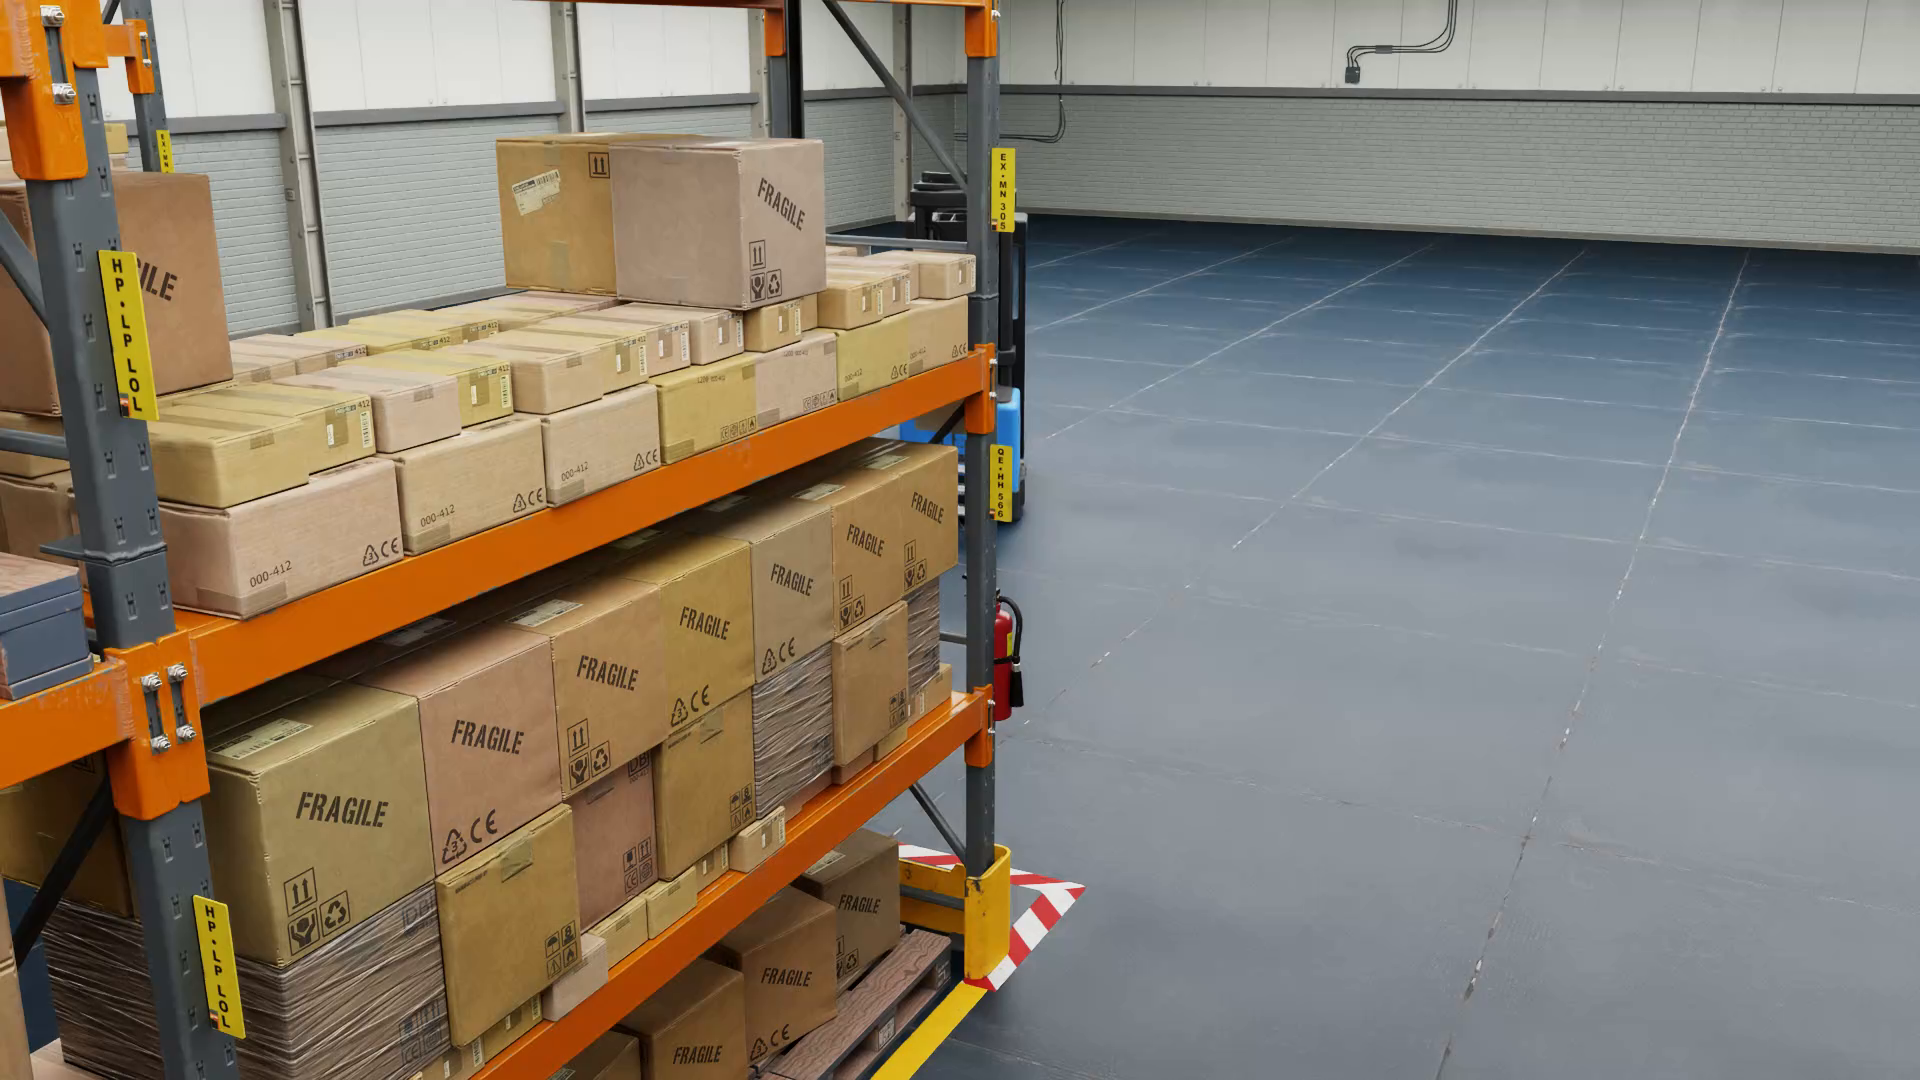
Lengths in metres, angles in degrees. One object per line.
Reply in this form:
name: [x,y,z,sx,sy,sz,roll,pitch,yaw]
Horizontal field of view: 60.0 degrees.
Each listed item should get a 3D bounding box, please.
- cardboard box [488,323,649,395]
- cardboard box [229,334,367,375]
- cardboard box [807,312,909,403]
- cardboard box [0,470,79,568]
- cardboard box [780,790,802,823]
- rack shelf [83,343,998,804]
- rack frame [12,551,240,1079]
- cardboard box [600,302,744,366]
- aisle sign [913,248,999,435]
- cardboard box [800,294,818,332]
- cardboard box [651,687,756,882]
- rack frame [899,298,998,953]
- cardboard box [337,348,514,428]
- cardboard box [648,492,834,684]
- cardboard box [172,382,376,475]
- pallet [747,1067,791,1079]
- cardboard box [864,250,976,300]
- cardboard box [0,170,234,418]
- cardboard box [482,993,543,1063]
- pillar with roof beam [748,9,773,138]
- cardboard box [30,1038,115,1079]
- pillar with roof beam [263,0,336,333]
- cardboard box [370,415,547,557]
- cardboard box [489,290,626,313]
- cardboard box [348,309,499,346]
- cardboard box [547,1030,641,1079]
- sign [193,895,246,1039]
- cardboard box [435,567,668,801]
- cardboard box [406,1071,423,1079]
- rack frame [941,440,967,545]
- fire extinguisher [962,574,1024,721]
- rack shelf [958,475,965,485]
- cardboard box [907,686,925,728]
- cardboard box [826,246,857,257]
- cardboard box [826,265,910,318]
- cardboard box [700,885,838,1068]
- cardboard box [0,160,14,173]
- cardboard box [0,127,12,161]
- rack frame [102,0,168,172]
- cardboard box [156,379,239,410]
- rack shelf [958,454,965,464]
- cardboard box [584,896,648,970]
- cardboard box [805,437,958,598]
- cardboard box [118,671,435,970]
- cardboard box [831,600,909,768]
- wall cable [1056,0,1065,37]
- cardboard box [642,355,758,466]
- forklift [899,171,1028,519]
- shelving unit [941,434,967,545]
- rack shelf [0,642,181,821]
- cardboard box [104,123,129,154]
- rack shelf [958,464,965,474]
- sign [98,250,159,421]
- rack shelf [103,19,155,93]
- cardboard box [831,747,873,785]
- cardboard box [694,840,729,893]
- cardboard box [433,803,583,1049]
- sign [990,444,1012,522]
cardboard box: [-1.133,-0.526,4.821,0.380,0.149,0.250,8,18,24]
cardboard box: [-1.880,-0.470,4.633,0.380,0.149,0.250,7,18,24]
cardboard box: [-0.524,-0.690,6.076,0.500,0.250,0.500,8,18,26]
cardboard box: [-2.133,-0.104,4.100,0.500,0.250,0.500,9,19,27]
cardboard box: [-0.802,0.933,6.057,0.380,0.149,0.250,8,18,25]
rack shelf: [-1.209,-0.191,5.393,1.077,0.370,4.000,8,18,25]
rack frame: [-2.103,1.412,4.003,1.000,3.000,0.127,8,18,25]
cardboard box: [-0.912,-0.659,5.271,0.380,0.149,0.250,7,18,23]
aisle sign: [-0.020,-0.831,6.988,0.394,0.787,0.004,8,18,25]
cardboard box: [-0.719,-0.805,5.760,0.380,0.149,0.250,8,18,26]
cardboard box: [-1.198,0.729,5.602,0.875,0.500,0.500,8,18,25]
rack frame: [-0.316,0.393,7.433,1.000,3.000,0.127,8,18,25]
cardboard box: [-1.413,-0.400,4.397,0.380,0.149,0.250,9,19,27]
cardboard box: [-0.784,0.150,5.798,0.500,0.500,0.500,8,18,25]
cardboard box: [-1.624,-0.265,3.944,0.380,0.149,0.250,7,18,23]
pallet: [-1.291,2.261,6.041,1.003,0.211,1.213,8,18,25]
cardboard box: [-0.160,-1.054,6.599,0.380,0.149,0.250,8,18,25]
cardboard box: [-2.130,-0.603,3.943,0.500,0.500,0.500,8,18,24]
cardboard box: [-1.424,1.322,4.748,0.380,0.149,0.250,8,18,25]
pillar with roof beam: [-0.165,-9.877,31.474,9.100,9.000,0.400,8,18,25]
cardboard box: [-2.270,1.440,4.349,0.380,0.149,0.250,8,18,25]
pillar with roof beam: [-5.528,-6.820,21.183,9.100,9.000,0.400,8,18,25]
cardboard box: [-1.441,-0.172,4.329,0.500,0.250,0.500,8,18,25]
cardboard box: [-1.327,-0.727,5.499,0.380,0.149,0.250,8,18,25]
cardboard box: [-1.632,-0.601,5.075,0.380,0.149,0.250,9,19,28]
cardboard box: [-1.432,1.997,5.685,0.500,0.500,0.500,6,18,20]
sign: [-1.605,0.926,3.603,0.100,0.325,0.005,8,18,25]
cardboard box: [-1.228,0.405,4.939,0.500,0.500,0.500,8,18,25]
cardboard box: [-1.614,1.454,4.303,0.380,0.149,0.250,8,18,25]
rack frame: [-0.049,-0.403,13.802,0.240,0.900,0.006,8,18,25]
fire extinguisher: [0.148,0.460,7.345,0.296,0.674,0.183,8,18,25]
rack shelf: [-0.004,-0.484,13.873,0.258,0.077,0.200,8,18,25]
cardboard box: [-0.371,0.676,6.922,0.380,0.149,0.250,8,18,25]
cardboard box: [-0.646,-1.123,6.833,0.380,0.149,0.250,8,18,25]
cardboard box: [-0.406,-0.919,6.144,0.380,0.149,0.250,7,18,23]
cardboard box: [-0.846,1.703,6.674,0.500,0.500,0.500,14,22,40]
cardboard box: [-4.901,-1.734,8.154,0.500,0.250,0.500,8,18,25]
cardboard box: [-4.782,-1.955,8.198,0.380,0.149,0.250,8,19,26]
rack frame: [-4.708,-3.140,8.790,1.000,3.000,0.127,8,18,25]
cardboard box: [-2.015,-0.321,4.133,0.380,0.149,0.250,8,18,26]
rack shelf: [-0.004,-0.656,13.822,0.258,0.077,0.200,8,18,25]
cardboard box: [-1.201,1.194,5.177,0.380,0.149,0.250,8,18,25]
cardboard box: [-0.340,-0.105,6.657,0.500,0.500,0.500,8,18,25]
cardboard box: [-1.674,0.660,4.081,0.500,0.500,0.500,8,18,25]
cardboard box: [-0.702,0.482,6.436,0.875,0.500,0.500,8,18,25]
wall cable: [3.584,-13.124,38.988,3.097,2.526,0.112,8,18,25]
cardboard box: [-0.981,-0.432,5.206,0.500,0.250,0.500,8,18,24]
forklift: [0.067,-1.947,15.433,1.130,2.935,3.031,1,17,3]
shelving unit: [-0.004,-0.429,13.889,0.258,0.900,0.210,8,18,25]
rack shelf: [-2.997,0.828,1.963,1.077,0.370,4.000,8,18,25]
cardboard box: [-4.555,-2.084,8.631,0.380,0.149,0.250,8,18,26]
rack shelf: [-0.004,-0.570,13.848,0.258,0.077,0.200,8,18,25]
sign: [-1.605,-0.393,3.211,0.100,0.325,0.005,8,18,25]
rack shelf: [-5.601,-2.094,7.234,1.077,0.370,4.000,8,18,25]
cardboard box: [-0.562,0.808,6.478,0.380,0.149,0.250,8,18,25]
cardboard box: [-1.008,1.063,5.620,0.380,0.149,0.250,8,18,25]
cardboard box: [-1.592,0.992,4.719,0.875,0.500,0.500,8,18,25]
sign: [0.172,-0.238,6.968,0.100,0.325,0.005,8,18,25]
